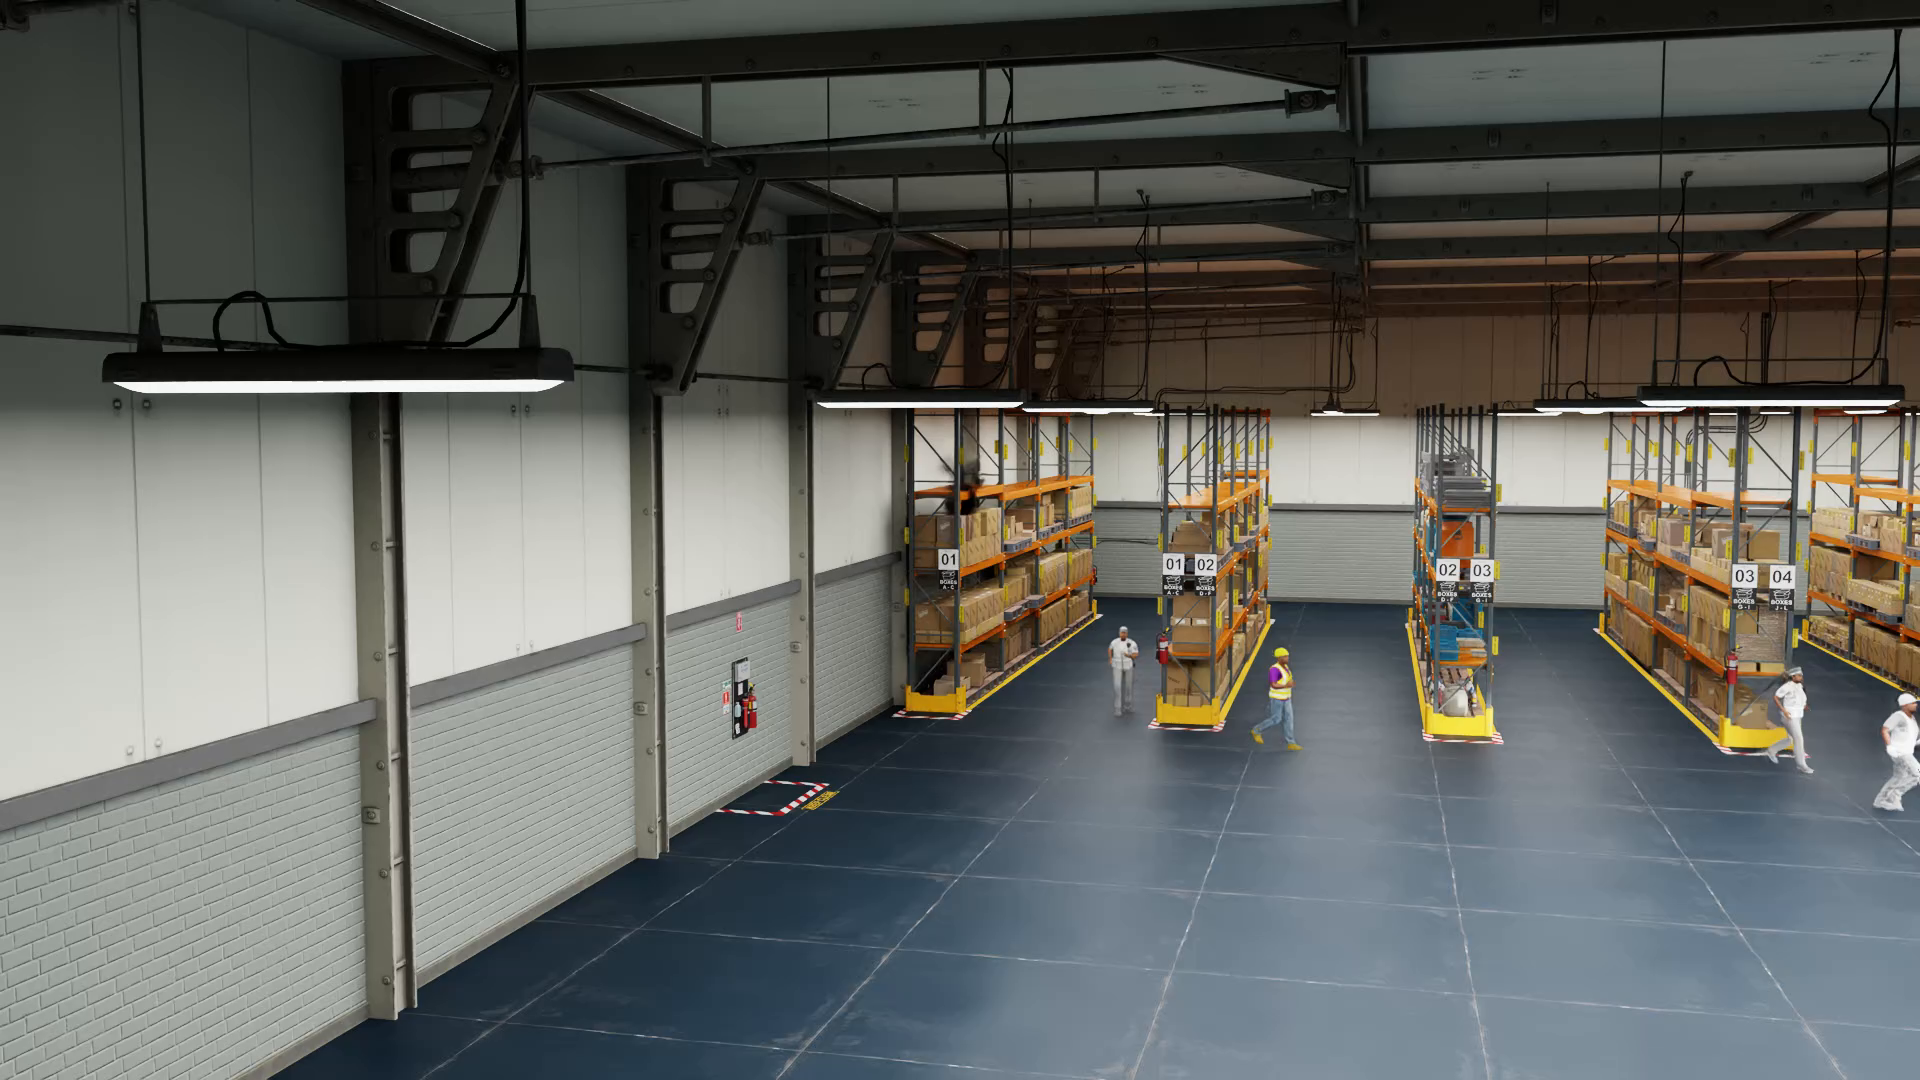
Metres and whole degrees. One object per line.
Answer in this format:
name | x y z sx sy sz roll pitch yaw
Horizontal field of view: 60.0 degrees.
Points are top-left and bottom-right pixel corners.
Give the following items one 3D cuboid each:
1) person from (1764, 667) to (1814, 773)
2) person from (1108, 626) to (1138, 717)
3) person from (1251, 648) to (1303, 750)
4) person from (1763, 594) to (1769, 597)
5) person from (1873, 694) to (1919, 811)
person | 13.573 2.894 27.157 0.601 1.690 0.856 -4 5 -40
person | 3.170 2.521 32.330 0.589 1.690 0.878 0 4 6
person | 5.494 2.729 28.702 0.953 1.747 0.702 3 5 37
person | 20.470 1.810 42.345 0.576 1.713 0.895 2 5 24
person | 13.719 3.088 24.172 0.738 1.722 0.609 3 5 39
